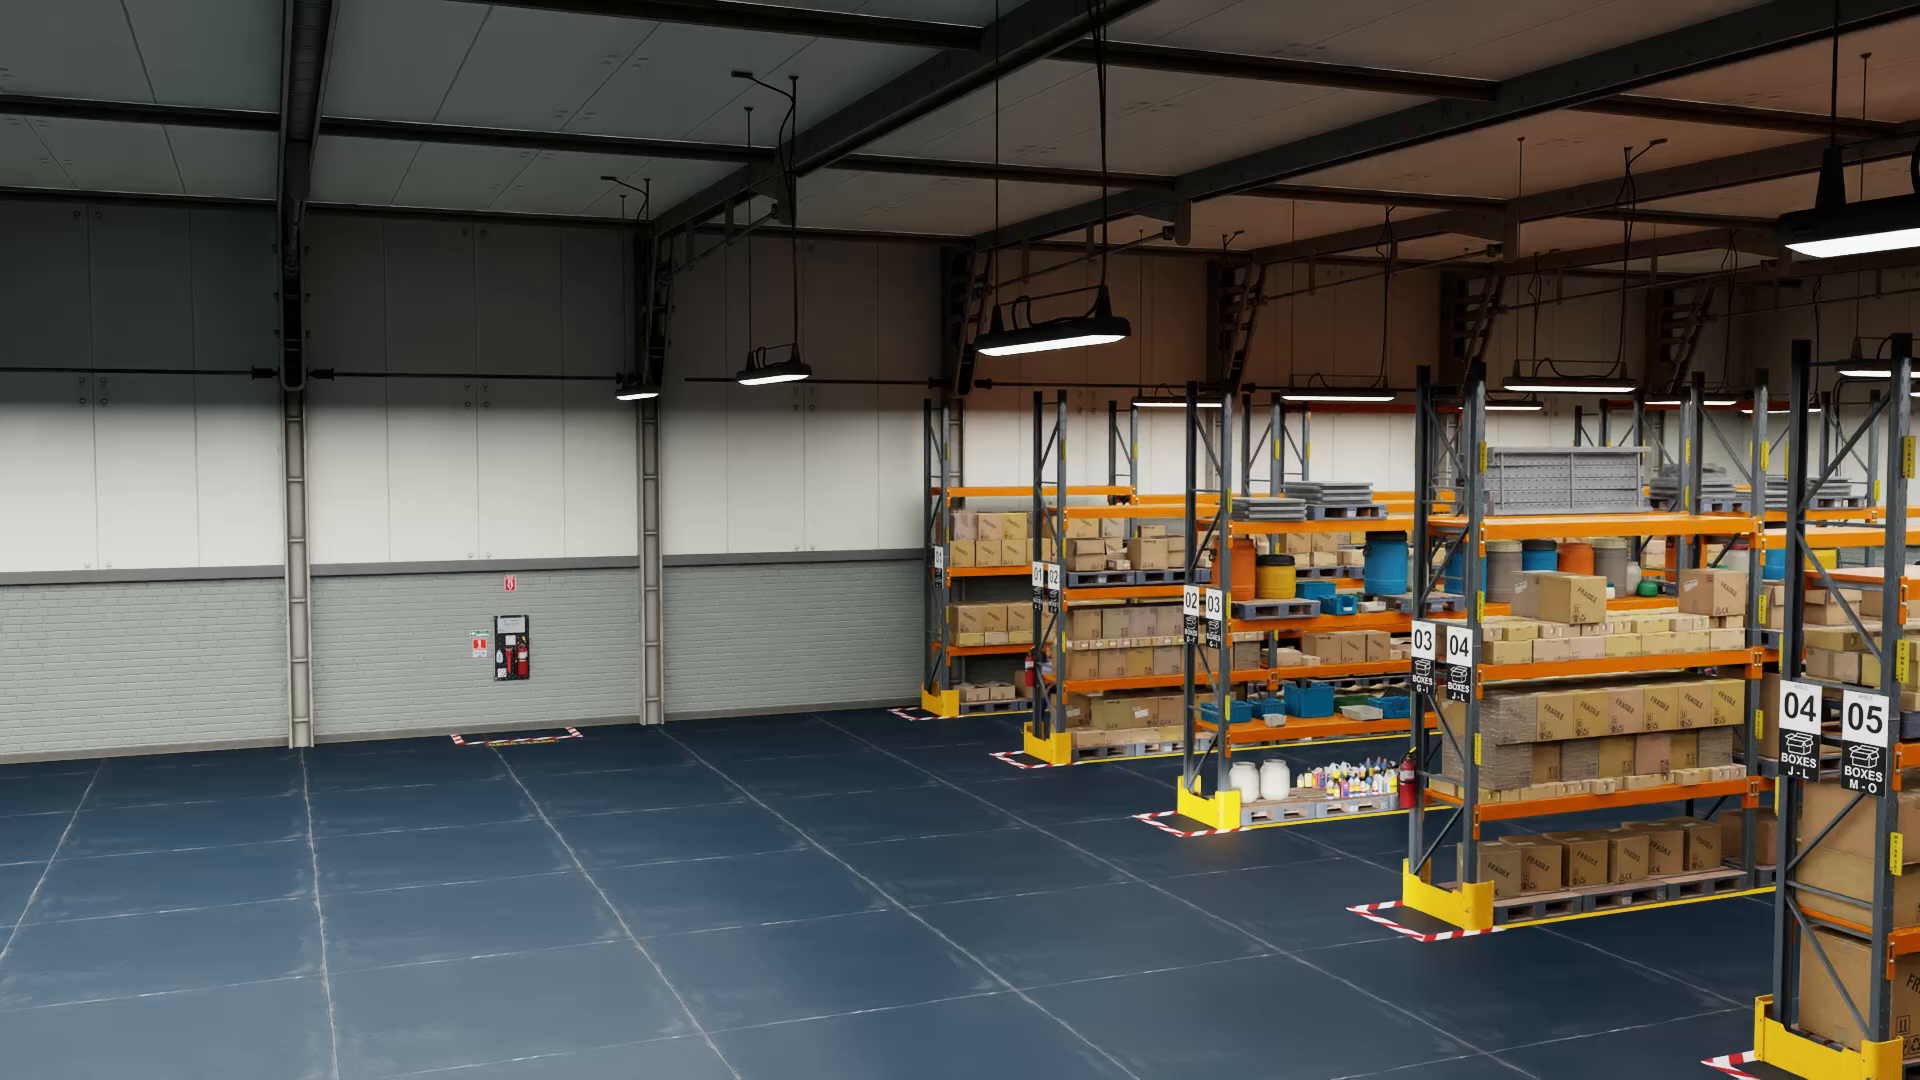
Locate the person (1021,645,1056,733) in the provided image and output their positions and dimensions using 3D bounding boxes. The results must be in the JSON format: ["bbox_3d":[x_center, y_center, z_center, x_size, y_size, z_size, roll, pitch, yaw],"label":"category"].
[{"bbox_3d":[1.557,2.630,29.115,0.947,1.600,0.491,-1,4,-20],"label":"person"}]
